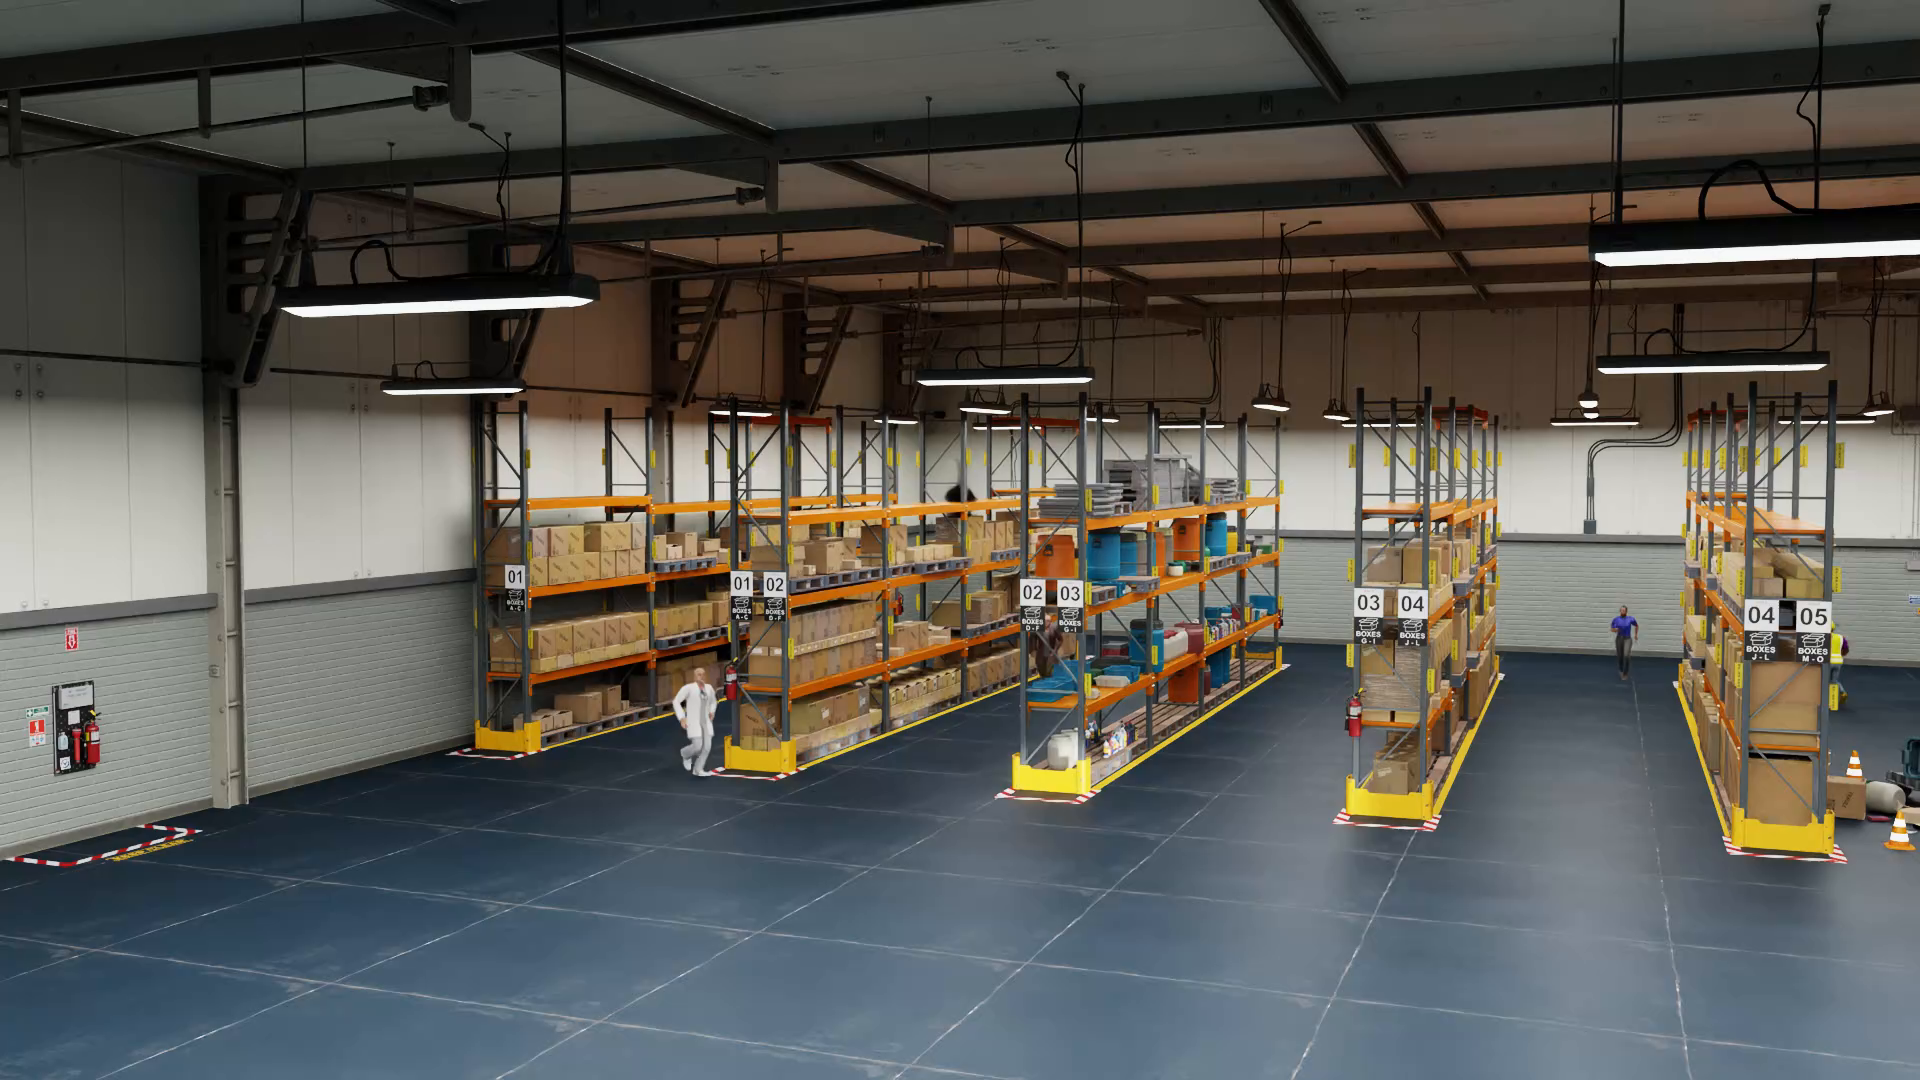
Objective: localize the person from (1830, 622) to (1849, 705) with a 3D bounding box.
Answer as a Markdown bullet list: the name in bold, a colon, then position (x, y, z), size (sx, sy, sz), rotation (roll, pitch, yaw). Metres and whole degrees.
- **person**: position (17.669, 2.513, 33.640), size (0.702, 1.713, 0.727), rotation (0, 3, 0)

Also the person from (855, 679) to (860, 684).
- **person**: position (-2.239, 2.501, 34.456), size (0.484, 1.709, 0.783), rotation (1, 3, 17)

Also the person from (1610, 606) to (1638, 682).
- **person**: position (15.062, 2.347, 37.730), size (0.556, 1.702, 0.848), rotation (2, 3, 29)

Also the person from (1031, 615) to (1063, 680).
- **person**: position (1.844, 2.436, 35.264), size (0.706, 1.715, 0.716), rotation (0, 3, 6)

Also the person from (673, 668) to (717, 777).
- **person**: position (-4.152, 2.866, 26.217), size (0.734, 1.706, 0.650), rotation (-2, 4, -41)
